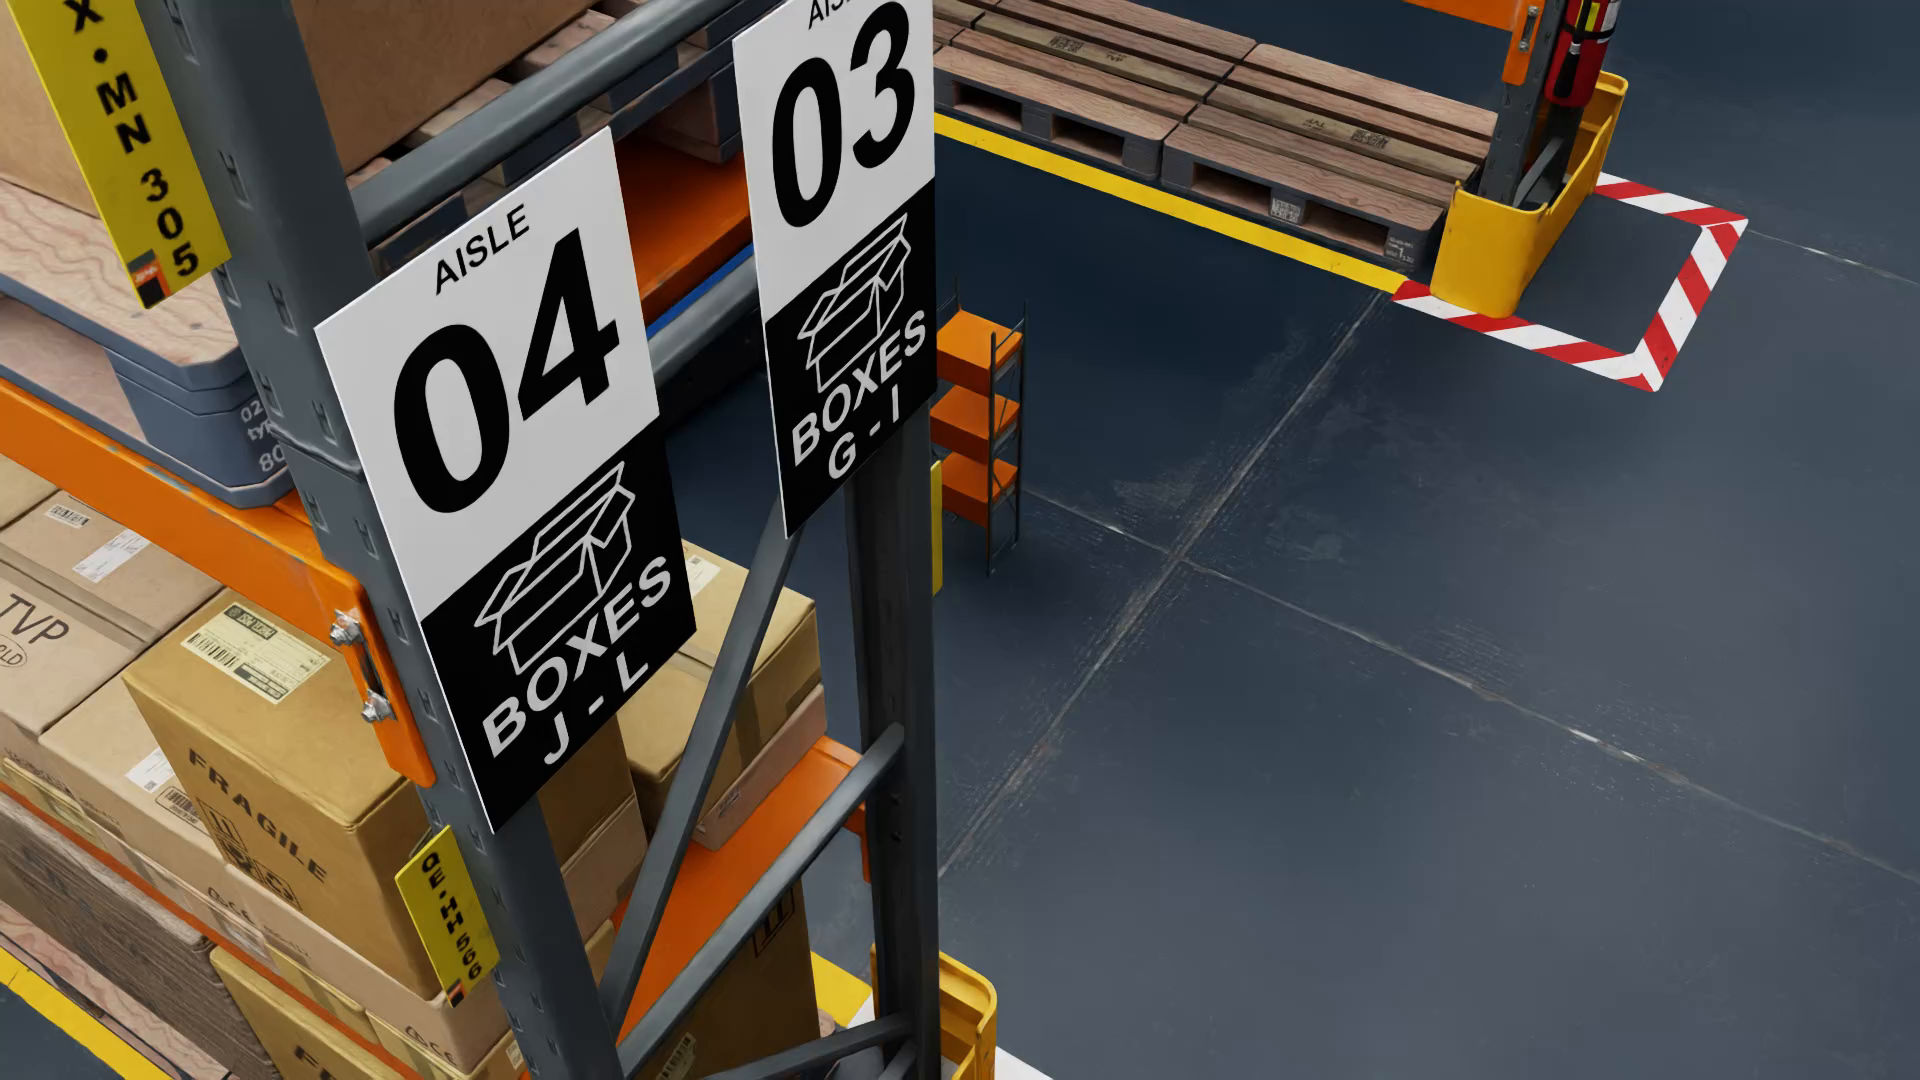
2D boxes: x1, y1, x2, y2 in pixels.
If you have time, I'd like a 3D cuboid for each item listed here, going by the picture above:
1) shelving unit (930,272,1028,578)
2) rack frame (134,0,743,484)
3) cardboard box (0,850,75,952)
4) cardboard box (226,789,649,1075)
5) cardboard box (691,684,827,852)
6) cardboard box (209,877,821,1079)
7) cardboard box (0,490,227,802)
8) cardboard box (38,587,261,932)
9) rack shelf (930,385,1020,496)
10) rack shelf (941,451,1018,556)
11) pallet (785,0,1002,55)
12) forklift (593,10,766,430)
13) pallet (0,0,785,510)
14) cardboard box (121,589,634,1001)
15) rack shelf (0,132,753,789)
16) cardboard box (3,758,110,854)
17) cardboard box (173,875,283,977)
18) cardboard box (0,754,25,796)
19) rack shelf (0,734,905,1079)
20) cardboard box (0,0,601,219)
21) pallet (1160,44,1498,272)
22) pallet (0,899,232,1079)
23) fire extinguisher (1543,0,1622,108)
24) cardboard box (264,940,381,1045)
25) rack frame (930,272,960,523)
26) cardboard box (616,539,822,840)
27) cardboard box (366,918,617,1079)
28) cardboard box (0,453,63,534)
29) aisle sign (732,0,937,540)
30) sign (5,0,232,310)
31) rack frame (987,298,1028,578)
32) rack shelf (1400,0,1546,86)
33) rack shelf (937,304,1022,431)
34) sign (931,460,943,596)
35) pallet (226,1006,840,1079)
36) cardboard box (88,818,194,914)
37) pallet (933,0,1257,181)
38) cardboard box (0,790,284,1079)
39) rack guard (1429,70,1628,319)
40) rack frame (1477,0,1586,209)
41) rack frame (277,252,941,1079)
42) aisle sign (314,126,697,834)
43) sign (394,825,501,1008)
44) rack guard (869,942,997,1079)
[{"bbox_3d":[0.045,-0.345,5.353,0.252,1.050,0.215,25,51,22],"label":"shelving unit"},{"bbox_3d":[-0.366,-1.426,0.861,0.127,3.000,1.000,25,51,22],"label":"rack frame"},{"bbox_3d":[-2.463,0.362,4.495,0.875,0.875,0.875,25,51,22],"label":"cardboard box"},{"bbox_3d":[-0.917,0.586,2.986,0.500,0.250,0.500,24,50,22],"label":"cardboard box"},{"bbox_3d":[-0.487,0.416,3.430,0.250,0.149,0.380,25,51,23],"label":"cardboard box"},{"bbox_3d":[-0.948,1.059,3.818,0.875,0.875,0.875,25,51,22],"label":"cardboard box"},{"bbox_3d":[-1.773,0.192,3.369,0.500,0.250,0.500,23,50,21],"label":"cardboard box"},{"bbox_3d":[-1.344,0.389,3.178,0.500,0.250,0.500,24,50,21],"label":"cardboard box"},{"bbox_3d":[0.045,-0.338,5.361,0.240,0.259,0.215,25,51,22],"label":"rack shelf"},{"bbox_3d":[0.045,-0.144,5.560,0.240,0.259,0.215,25,51,22],"label":"rack shelf"},{"bbox_3d":[-0.419,-2.641,8.169,1.213,0.211,1.003,25,51,22],"label":"pallet"},{"bbox_3d":[-2.062,-2.222,5.865,3.031,2.935,1.130,30,53,26],"label":"forklift"},{"bbox_3d":[-0.996,-0.631,2.242,1.213,0.211,1.003,25,51,22],"label":"pallet"},{"bbox_3d":[-0.918,0.322,2.720,0.500,0.500,0.500,25,51,23],"label":"cardboard box"},{"bbox_3d":[-2.050,-0.904,2.947,4.000,0.370,1.077,25,51,22],"label":"rack shelf"},{"bbox_3d":[-1.704,0.419,3.427,0.250,0.149,0.380,24,50,21],"label":"cardboard box"},{"bbox_3d":[-1.275,0.615,3.236,0.250,0.149,0.380,25,51,22],"label":"cardboard box"},{"bbox_3d":[-1.923,0.319,3.524,0.250,0.149,0.380,25,51,22],"label":"cardboard box"},{"bbox_3d":[-2.050,0.141,4.023,4.000,0.370,1.077,25,51,22],"label":"rack shelf"},{"bbox_3d":[-0.833,-0.766,1.879,0.500,0.500,0.700,22,50,20],"label":"cardboard box"},{"bbox_3d":[1.635,-1.696,7.251,1.213,0.211,1.003,25,51,22],"label":"pallet"},{"bbox_3d":[-2.104,0.901,4.727,1.213,0.211,1.003,25,51,22],"label":"pallet"},{"bbox_3d":[2.189,-1.836,5.756,0.183,0.674,0.296,25,51,22],"label":"fire extinguisher"},{"bbox_3d":[-1.063,0.714,3.140,0.250,0.149,0.380,25,51,22],"label":"cardboard box"},{"bbox_3d":[-0.058,-0.392,5.399,0.008,1.050,0.200,25,51,22],"label":"rack frame"},{"bbox_3d":[-0.624,0.264,3.299,0.500,0.250,0.500,23,50,21],"label":"cardboard box"},{"bbox_3d":[-0.844,0.813,3.043,0.250,0.149,0.380,26,51,23],"label":"cardboard box"},{"bbox_3d":[-2.213,-0.007,3.562,0.500,0.250,0.500,25,51,22],"label":"cardboard box"},{"bbox_3d":[-0.144,-0.395,2.229,0.004,0.787,0.394,25,51,22],"label":"aisle sign"},{"bbox_3d":[-0.671,-0.339,1.335,0.005,0.325,0.100,25,51,22],"label":"sign"},{"bbox_3d":[0.148,-0.298,5.307,0.008,1.050,0.200,25,51,22],"label":"rack frame"},{"bbox_3d":[0.624,-2.849,6.928,4.000,0.370,1.077,25,51,22],"label":"rack shelf"},{"bbox_3d":[0.045,-0.536,5.157,0.240,0.259,0.215,25,51,22],"label":"rack shelf"},{"bbox_3d":[-0.062,0.003,2.997,0.005,0.325,0.100,25,51,22],"label":"sign"},{"bbox_3d":[-1.081,1.374,4.268,1.213,0.211,1.003,25,51,22],"label":"pallet"},{"bbox_3d":[-1.485,0.518,3.330,0.250,0.149,0.380,26,51,23],"label":"cardboard box"},{"bbox_3d":[0.612,-2.169,7.711,1.213,0.211,1.003,25,51,22],"label":"pallet"},{"bbox_3d":[-1.714,0.707,4.160,0.875,0.875,0.875,25,51,22],"label":"cardboard box"},{"bbox_3d":[2.335,-1.453,6.813,0.348,0.500,1.175,25,51,22],"label":"rack guard"},{"bbox_3d":[2.308,-2.325,5.918,0.127,3.000,1.000,25,51,22],"label":"rack frame"},{"bbox_3d":[-0.366,0.665,3.013,0.127,3.000,1.000,25,51,22],"label":"rack frame"},{"bbox_3d":[-0.468,-0.032,1.877,0.004,0.787,0.394,25,51,22],"label":"aisle sign"},{"bbox_3d":[-0.671,0.501,2.199,0.005,0.325,0.100,25,51,22],"label":"sign"},{"bbox_3d":[-0.346,1.545,3.900,0.348,0.500,1.175,25,51,22],"label":"rack guard"}]
